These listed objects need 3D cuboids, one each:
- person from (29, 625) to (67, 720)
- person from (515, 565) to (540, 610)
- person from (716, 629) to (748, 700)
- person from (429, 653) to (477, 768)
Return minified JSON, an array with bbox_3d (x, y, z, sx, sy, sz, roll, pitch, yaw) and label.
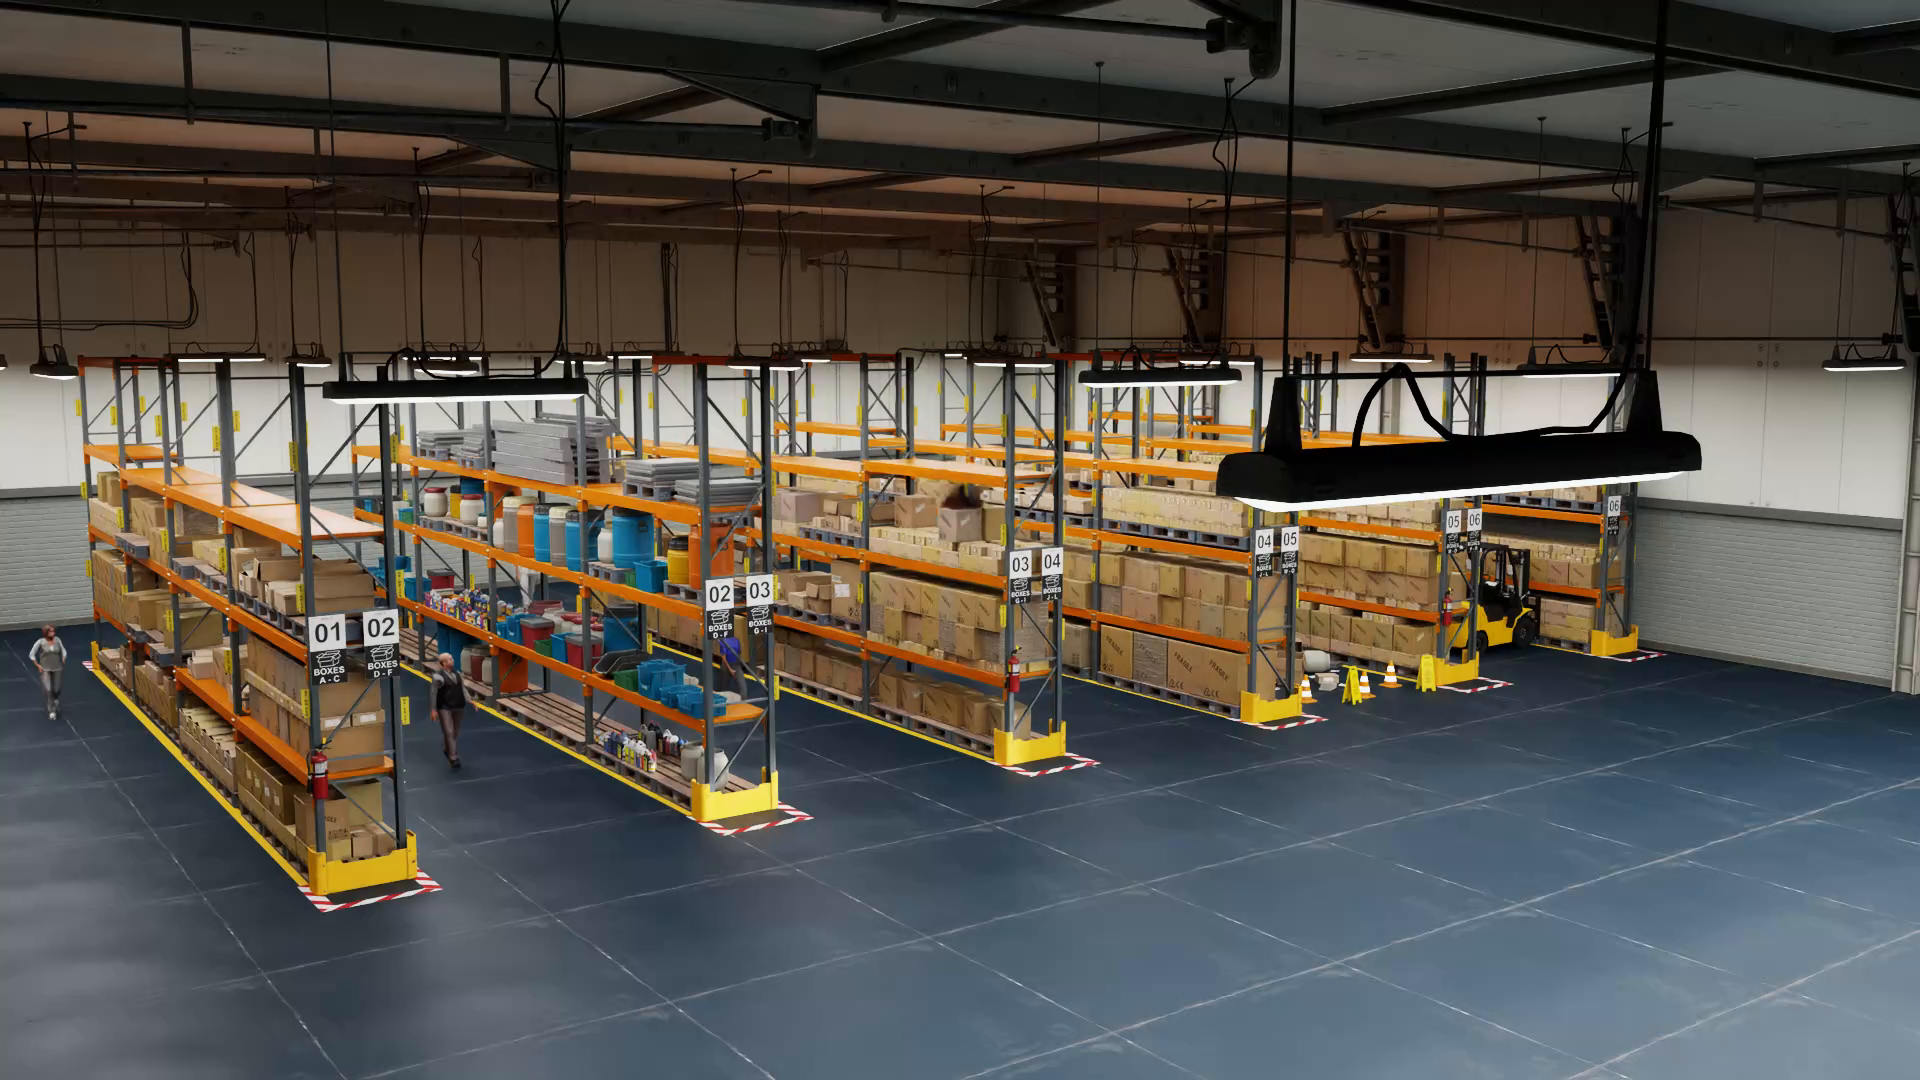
[{"bbox_3d":[-15.278,2.202,27.886,0.561,1.575,0.648,-4,8,-32],"label":"person"},{"bbox_3d":[-10.057,0.750,38.771,0.576,1.717,1.018,-3,8,-24],"label":"person"},{"bbox_3d":[-3.834,2.168,27.844,0.939,1.589,0.455,7,10,45],"label":"person"},{"bbox_3d":[-7.540,2.504,24.707,0.678,1.669,1.045,-5,9,-37],"label":"person"}]
